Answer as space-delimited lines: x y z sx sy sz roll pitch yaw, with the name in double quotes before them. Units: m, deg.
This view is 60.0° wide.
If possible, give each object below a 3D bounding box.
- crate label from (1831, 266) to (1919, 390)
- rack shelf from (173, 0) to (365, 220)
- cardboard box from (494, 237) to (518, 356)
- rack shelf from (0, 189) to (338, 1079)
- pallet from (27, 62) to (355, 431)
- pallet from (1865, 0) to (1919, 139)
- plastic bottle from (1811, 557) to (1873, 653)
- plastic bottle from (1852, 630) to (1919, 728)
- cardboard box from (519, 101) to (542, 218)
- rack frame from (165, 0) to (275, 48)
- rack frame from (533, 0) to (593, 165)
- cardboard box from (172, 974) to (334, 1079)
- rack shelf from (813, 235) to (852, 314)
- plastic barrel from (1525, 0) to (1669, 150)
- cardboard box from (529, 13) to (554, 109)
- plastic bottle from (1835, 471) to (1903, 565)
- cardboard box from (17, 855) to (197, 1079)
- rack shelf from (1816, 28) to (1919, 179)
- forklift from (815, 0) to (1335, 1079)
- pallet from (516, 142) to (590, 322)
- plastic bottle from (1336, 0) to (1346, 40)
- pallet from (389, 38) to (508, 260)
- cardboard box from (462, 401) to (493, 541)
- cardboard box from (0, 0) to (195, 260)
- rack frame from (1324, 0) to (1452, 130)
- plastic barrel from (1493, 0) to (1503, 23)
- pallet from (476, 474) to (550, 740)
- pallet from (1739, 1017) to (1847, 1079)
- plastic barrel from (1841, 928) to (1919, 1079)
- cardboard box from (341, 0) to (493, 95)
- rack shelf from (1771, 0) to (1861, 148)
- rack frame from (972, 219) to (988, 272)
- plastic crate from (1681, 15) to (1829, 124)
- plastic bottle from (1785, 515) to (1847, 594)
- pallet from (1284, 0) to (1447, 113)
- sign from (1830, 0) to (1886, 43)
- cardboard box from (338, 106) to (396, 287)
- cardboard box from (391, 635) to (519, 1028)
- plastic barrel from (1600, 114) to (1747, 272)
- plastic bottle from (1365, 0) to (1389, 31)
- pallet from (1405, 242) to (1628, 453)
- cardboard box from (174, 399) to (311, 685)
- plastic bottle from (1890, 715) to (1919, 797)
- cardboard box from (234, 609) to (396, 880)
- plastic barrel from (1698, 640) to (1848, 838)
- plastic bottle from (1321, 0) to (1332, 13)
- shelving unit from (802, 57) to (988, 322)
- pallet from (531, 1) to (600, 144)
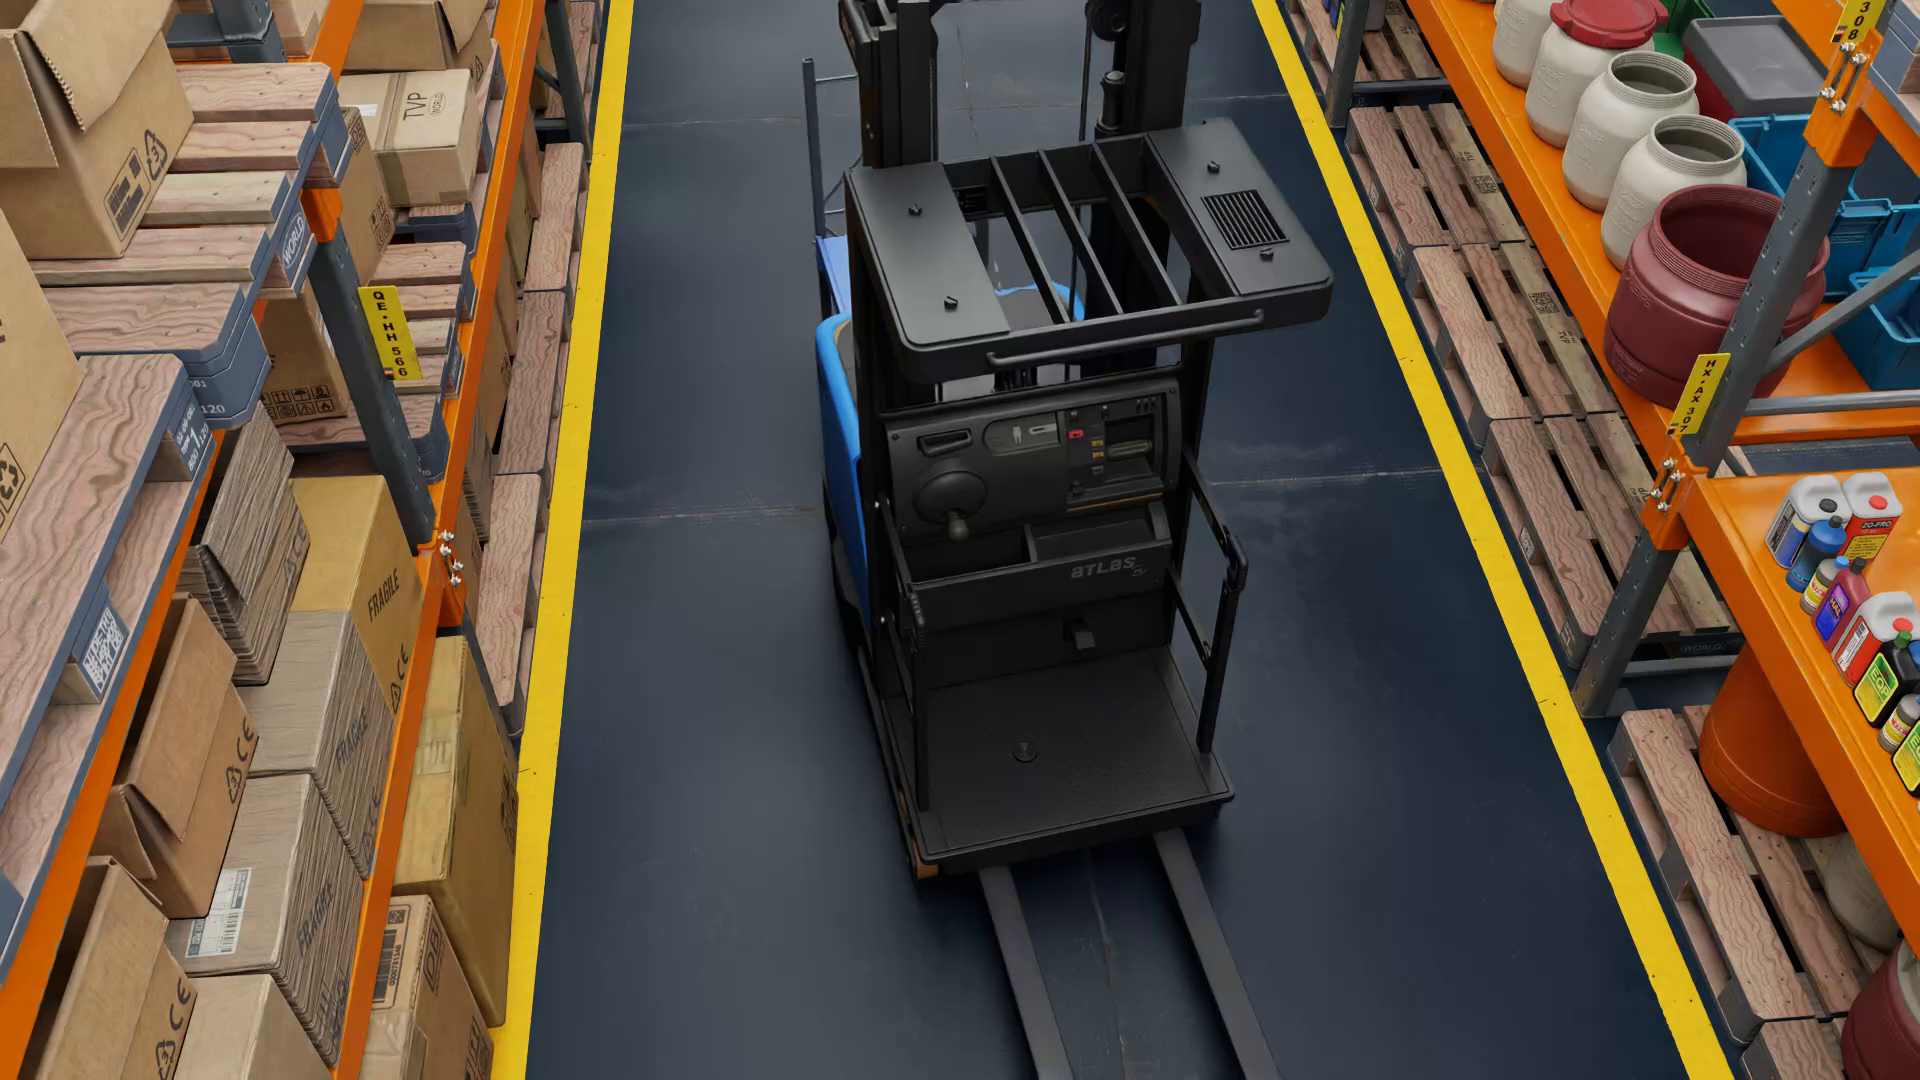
"crate label" 3.163 -0.700 5.599 0.303 0.233 0.416 -3 47 -3
"rack shelf" -2.278 -2.360 5.485 1.077 0.370 4.000 -3 47 -3
"cardboard box" -2.347 -1.118 7.298 0.700 0.500 0.500 -7 47 -7
"rack shelf" -1.944 0.534 2.744 1.077 0.370 4.000 -3 47 -3
"pallet" -2.004 -0.633 3.484 1.213 0.211 1.003 -2 47 -1
"pallet" 2.791 -0.837 3.678 1.003 0.211 1.213 -3 47 -3
"plastic bottle" 2.521 0.183 4.727 0.061 0.283 0.133 -3 47 -3
"plastic bottle" 2.543 0.377 4.544 0.061 0.283 0.133 -3 47 -3
"cardboard box" -2.416 -1.869 8.009 0.700 0.500 0.500 -7 47 -6
"rack frame" -2.111 -2.192 2.765 1.000 3.000 0.127 -3 47 -3
"rack frame" -2.446 -3.023 7.684 1.000 3.000 0.127 -3 47 -3
"cardboard box" -1.698 1.283 3.536 0.500 0.500 0.500 -3 47 -3
"rack shelf" -0.263 -0.958 7.009 0.538 0.185 1.000 -10 47 -9
"plastic barrel" 2.449 -1.821 6.452 0.433 0.535 0.433 0 47 0
"cardboard box" -2.439 -2.600 8.715 0.500 0.500 0.500 -5 47 -5
"plastic bottle" 2.690 -0.064 4.966 0.152 0.276 0.135 -3 47 -3
"cardboard box" -1.951 0.978 3.134 0.797 0.503 0.637 -2 47 -2
"rack shelf" 2.992 0.233 3.029 1.077 0.370 4.000 -3 47 -3
"forklift" 0.291 -0.148 5.008 1.130 2.935 3.031 -10 47 -9
"pallet" -2.379 -1.501 8.163 1.003 0.211 1.213 -3 47 -3
"plastic bottle" 2.121 -2.869 9.106 0.061 0.283 0.133 -1 47 -1
"pallet" -2.317 -1.493 6.366 1.003 0.211 1.213 -3 47 -3
"cardboard box" -2.246 -0.305 6.528 0.700 0.500 0.500 -7 47 -7
"cardboard box" -1.988 -0.903 3.250 0.797 0.503 0.637 -1 47 -1
"rack frame" 2.490 -3.324 7.969 1.000 3.000 0.127 -3 47 -3
"plastic barrel" 2.448 -2.310 7.103 0.301 0.262 0.301 0 47 0
"pallet" -2.175 0.264 6.491 1.003 0.211 1.213 -3 47 -3
"pallet" 3.031 1.977 4.868 1.003 0.211 1.213 -3 47 -3
"plastic barrel" 2.977 1.425 4.843 0.600 0.588 0.708 -3 47 -3
"cardboard box" -2.209 -1.954 6.311 0.797 0.503 0.637 1 47 1
"rack shelf" 2.657 -2.661 5.770 1.077 0.370 4.000 -3 47 -3
"rack frame" -0.142 -0.724 6.539 0.500 1.500 0.032 -10 47 -9
"plastic crate" 2.994 -1.640 6.329 0.402 0.464 0.583 -3 47 -3
"plastic bottle" 2.521 0.033 4.878 0.097 0.271 0.097 0 47 0
"pallet" 2.475 -2.854 9.444 1.003 0.211 1.213 -3 47 -3
"sign" 2.277 -1.387 4.140 0.100 0.325 0.005 -3 47 -3
"cardboard box" -2.342 -1.094 5.498 0.700 0.500 0.500 3 47 3
"cardboard box" -2.074 0.958 5.088 1.225 0.875 0.875 -5 47 -5
"plastic barrel" 2.526 -1.200 5.880 0.421 0.512 0.421 0 47 0
"plastic bottle" 2.292 -3.022 9.204 0.144 0.351 0.185 -3 47 -3
"pallet" 2.699 -0.915 7.607 1.003 0.211 1.213 -3 47 -3
"cardboard box" -2.066 0.022 4.040 0.797 0.503 0.637 -2 47 -2
"plastic bottle" 2.563 0.544 4.385 0.061 0.283 0.133 -3 47 -3
"cardboard box" -1.787 0.540 4.241 0.500 0.500 0.500 -4 47 -4
"plastic barrel" 2.883 0.525 5.529 0.600 0.830 0.708 -3 47 -3
"plastic bottle" 2.133 -3.152 9.327 0.144 0.351 0.185 -6 47 -5
"shelving unit" -0.263 -1.082 6.878 0.538 1.500 1.048 -10 47 -9
"pallet" -2.537 -2.548 9.154 1.003 0.211 1.213 -3 47 -3
